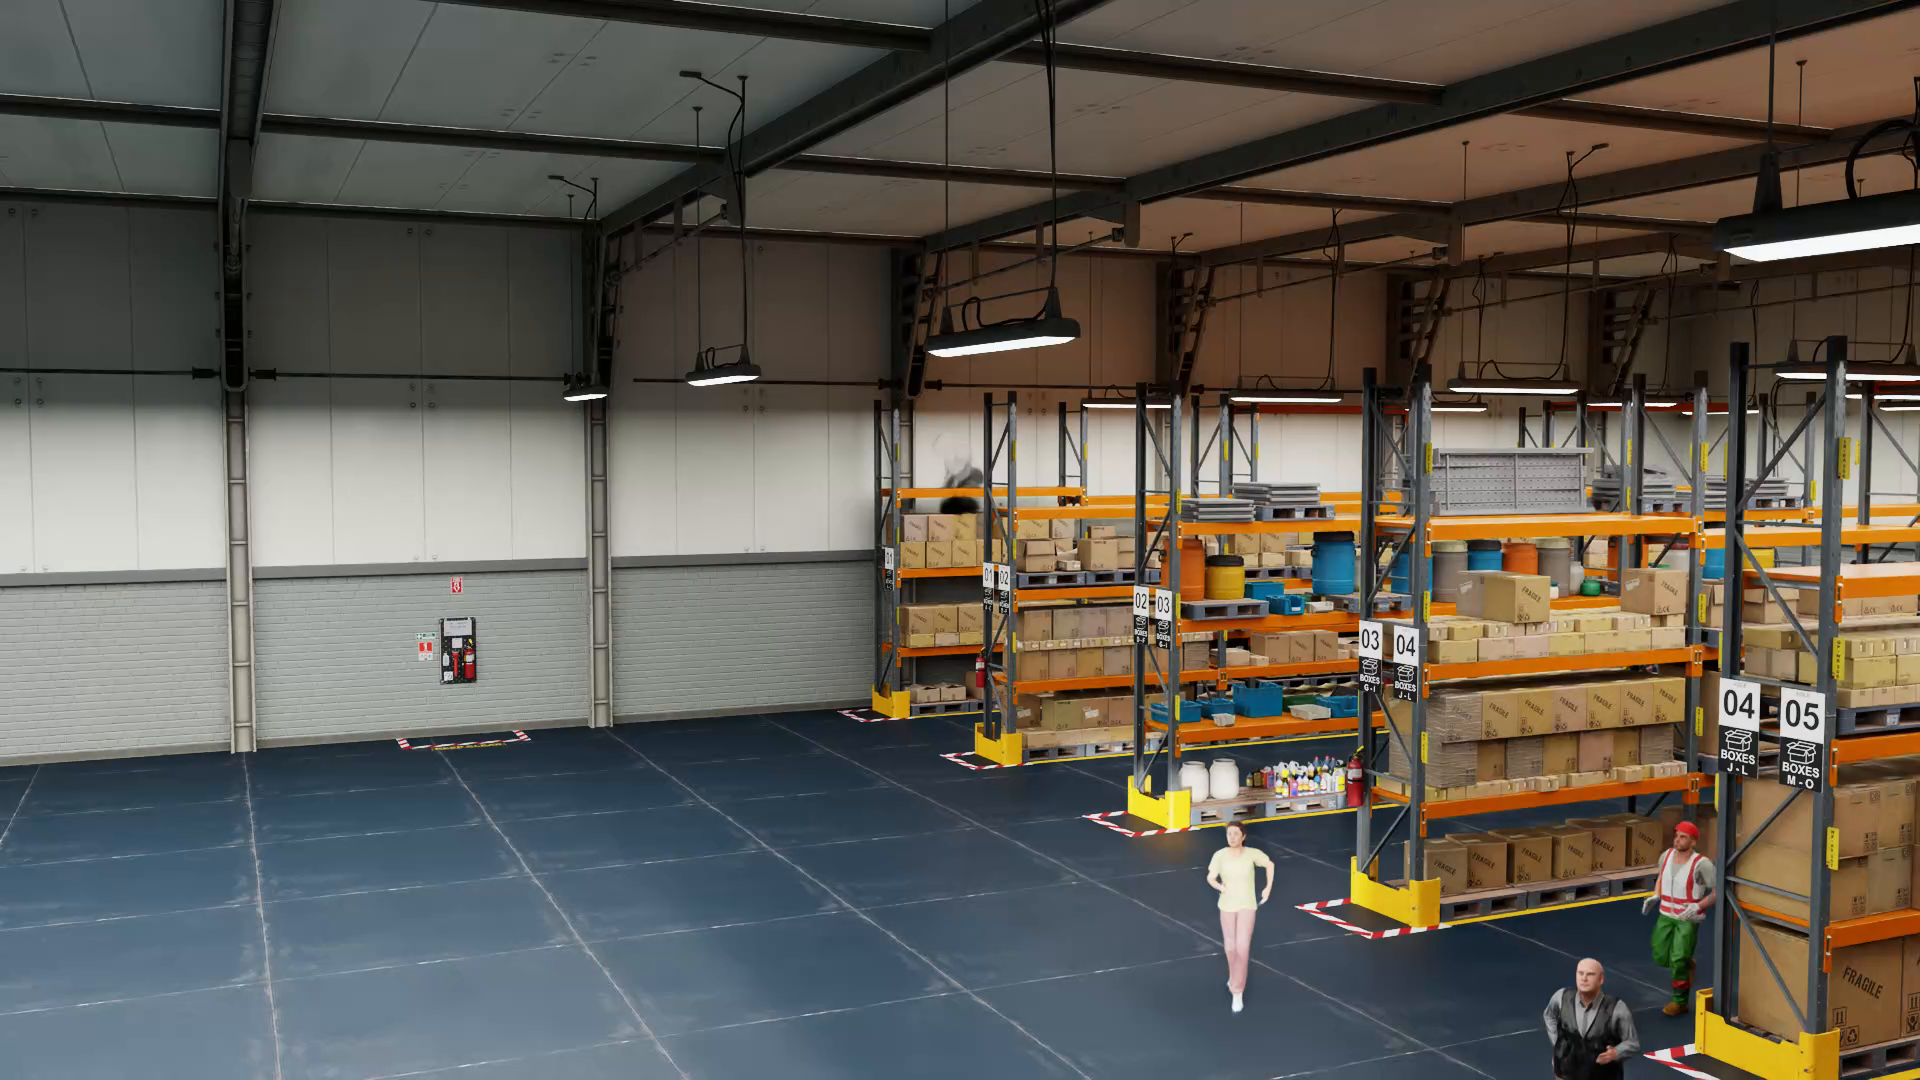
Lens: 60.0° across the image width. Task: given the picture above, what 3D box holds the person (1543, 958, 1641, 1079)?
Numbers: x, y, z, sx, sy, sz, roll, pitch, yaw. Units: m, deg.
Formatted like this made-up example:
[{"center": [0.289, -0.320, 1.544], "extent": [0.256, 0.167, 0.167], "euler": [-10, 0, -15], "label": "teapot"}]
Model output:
[{"center": [4.215, 3.672, 11.138], "extent": [0.628, 1.759, 0.730], "euler": [1, 4, 23], "label": "person"}]

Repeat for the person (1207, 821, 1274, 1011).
[{"center": [2.587, 3.451, 15.448], "extent": [0.579, 1.697, 0.726], "euler": [1, 4, 21], "label": "person"}]

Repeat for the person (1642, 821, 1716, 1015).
[{"center": [6.588, 3.420, 15.119], "extent": [0.605, 1.743, 0.657], "euler": [-2, 4, -33], "label": "person"}]
